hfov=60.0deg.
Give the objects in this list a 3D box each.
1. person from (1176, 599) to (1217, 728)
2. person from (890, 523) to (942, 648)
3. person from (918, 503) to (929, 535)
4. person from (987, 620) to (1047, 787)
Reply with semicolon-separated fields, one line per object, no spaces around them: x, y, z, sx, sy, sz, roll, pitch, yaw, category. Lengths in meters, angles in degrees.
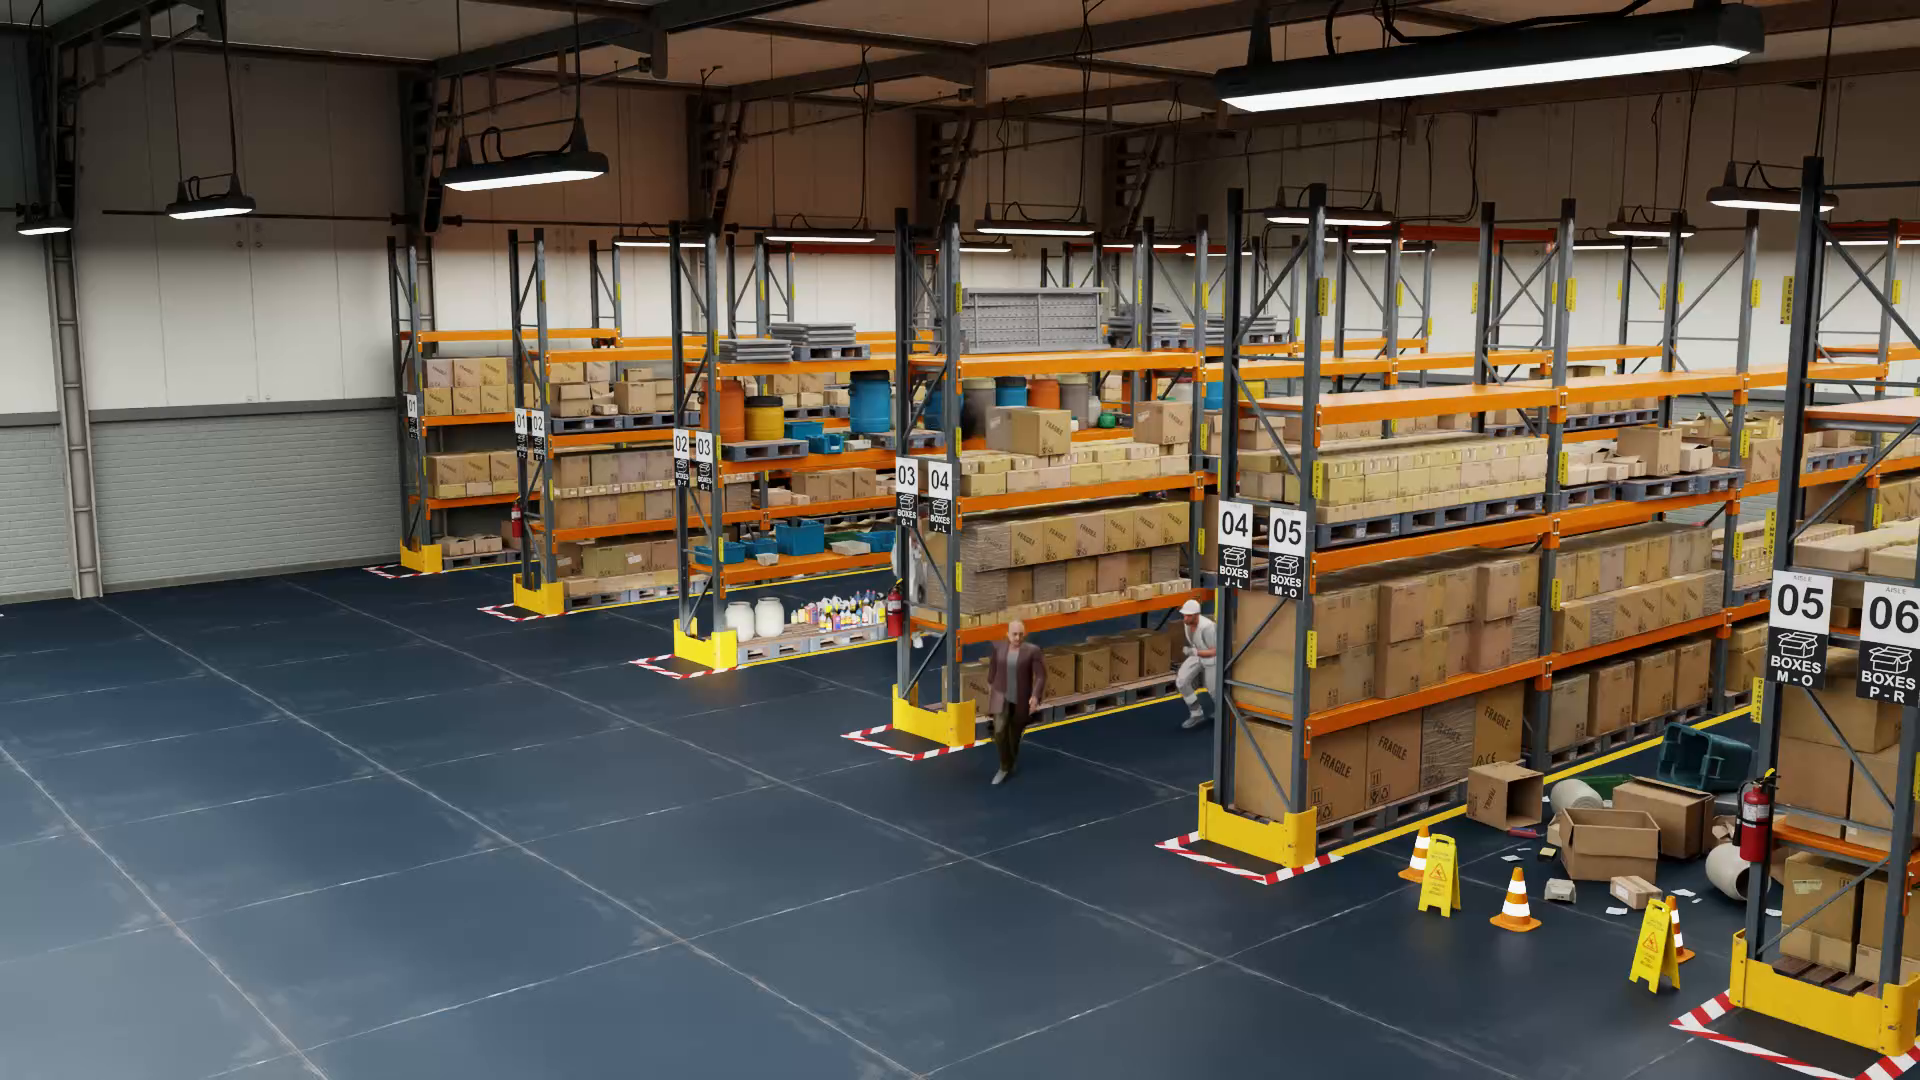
2.850;1.406;19.313;0.635;1.546;1.145;8;12;43;person
-0.561;0.581;22.695;0.731;1.751;0.872;-2;9;-12;person
-0.571;-0.356;28.638;0.673;1.813;0.710;-8;12;-41;person
0.591;1.659;17.358;0.644;1.745;0.907;1;9;4;person
